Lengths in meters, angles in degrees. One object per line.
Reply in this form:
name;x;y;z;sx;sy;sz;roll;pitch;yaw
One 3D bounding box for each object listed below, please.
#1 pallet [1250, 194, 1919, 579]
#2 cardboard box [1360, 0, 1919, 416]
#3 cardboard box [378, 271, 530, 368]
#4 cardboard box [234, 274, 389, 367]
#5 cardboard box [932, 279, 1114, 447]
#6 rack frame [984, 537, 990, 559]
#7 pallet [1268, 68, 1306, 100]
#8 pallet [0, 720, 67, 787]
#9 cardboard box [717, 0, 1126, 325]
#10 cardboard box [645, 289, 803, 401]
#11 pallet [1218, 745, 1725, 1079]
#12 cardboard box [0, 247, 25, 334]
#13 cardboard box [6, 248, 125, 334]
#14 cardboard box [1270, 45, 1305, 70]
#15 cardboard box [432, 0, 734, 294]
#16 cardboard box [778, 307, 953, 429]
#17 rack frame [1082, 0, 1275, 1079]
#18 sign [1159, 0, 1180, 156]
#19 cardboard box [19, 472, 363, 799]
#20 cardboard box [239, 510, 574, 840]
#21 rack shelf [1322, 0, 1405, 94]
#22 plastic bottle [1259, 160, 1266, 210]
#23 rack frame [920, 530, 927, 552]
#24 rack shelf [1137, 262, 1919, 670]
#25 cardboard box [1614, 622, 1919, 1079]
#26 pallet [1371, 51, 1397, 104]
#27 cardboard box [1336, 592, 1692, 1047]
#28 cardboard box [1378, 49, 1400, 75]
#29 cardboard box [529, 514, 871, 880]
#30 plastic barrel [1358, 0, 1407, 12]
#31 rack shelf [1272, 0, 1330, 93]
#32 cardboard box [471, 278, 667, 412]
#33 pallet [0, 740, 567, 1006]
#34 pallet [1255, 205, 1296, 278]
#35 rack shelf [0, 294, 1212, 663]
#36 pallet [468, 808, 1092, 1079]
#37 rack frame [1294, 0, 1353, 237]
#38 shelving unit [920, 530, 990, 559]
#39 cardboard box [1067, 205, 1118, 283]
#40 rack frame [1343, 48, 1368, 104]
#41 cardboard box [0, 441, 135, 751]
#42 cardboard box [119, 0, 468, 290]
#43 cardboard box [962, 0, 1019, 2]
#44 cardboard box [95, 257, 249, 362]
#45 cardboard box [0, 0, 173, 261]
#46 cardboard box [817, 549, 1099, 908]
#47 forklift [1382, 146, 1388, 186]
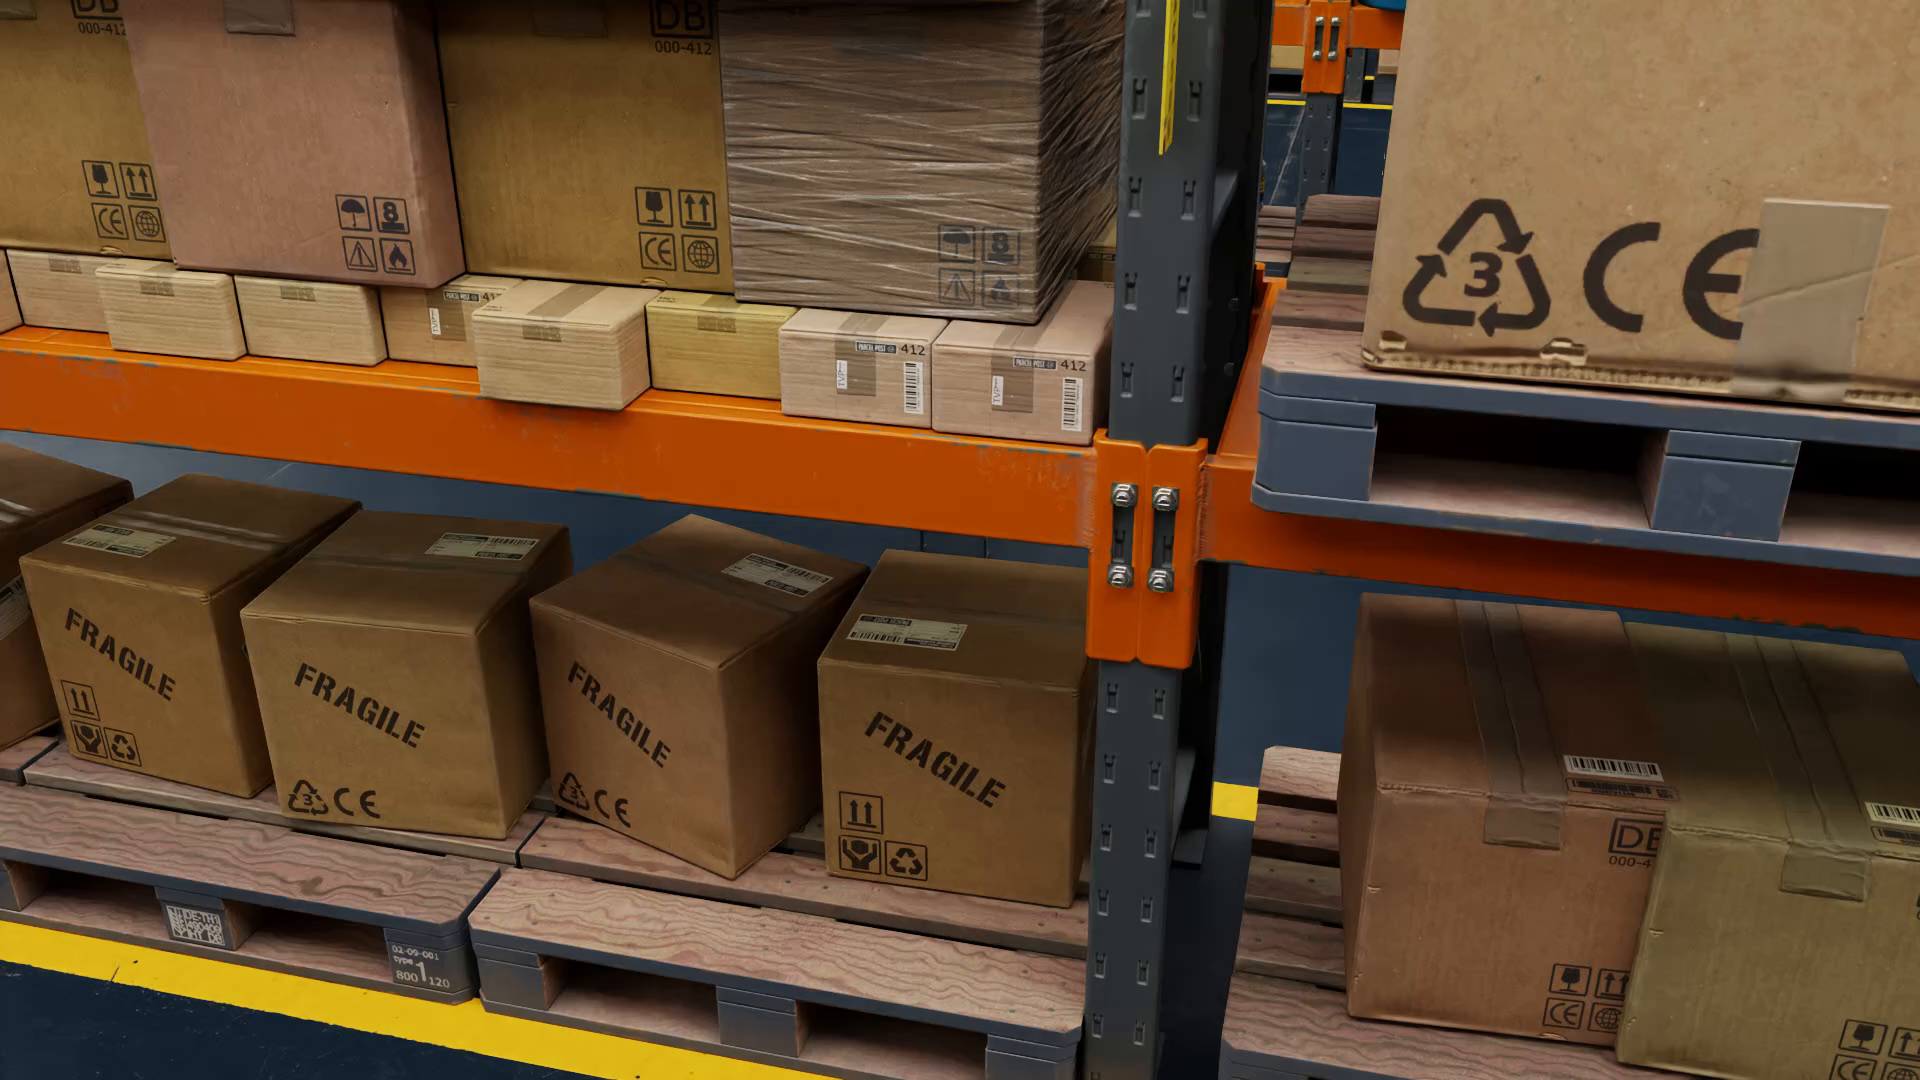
pallet;1.109;-0.281;2.574;1.213;0.211;1.003;6;26;13
cardboard box;1.140;-0.827;2.312;1.000;1.000;1.000;6;26;13
cardboard box;-0.822;-0.442;2.981;0.250;0.149;0.380;6;26;13
cardboard box;-1.075;-0.452;3.002;0.250;0.149;0.380;6;26;13
cardboard box;0.124;-0.297;2.678;0.250;0.149;0.380;6;26;13
rack frame;0.106;-0.395;5.032;0.006;0.900;0.240;6;26;13
pallet;2.116;-3.478;12.309;1.213;0.211;1.003;6;26;13
pallet;-2.617;0.430;4.101;1.213;0.211;1.003;6;26;13
cardboard box;-0.015;-0.764;2.902;0.500;0.500;0.875;6;26;13
cardboard box;-0.343;-0.380;2.851;0.250;0.149;0.380;6;26;13
pallet;1.160;0.831;3.258;1.213;0.211;1.003;6;26;13
cardboard box;-1.824;-0.494;3.091;0.250;0.149;0.380;6;26;13
cardboard box;-1.548;-0.523;3.151;0.250;0.149;0.380;6;26;13
cardboard box;2.372;-3.541;11.908;0.500;0.250;0.500;6;26;13
cardboard box;-0.491;-0.832;3.045;0.500;0.500;0.875;6;26;13
cardboard box;-0.116;-0.328;2.742;0.250;0.149;0.380;6;26;13
rack frame;0.405;-0.510;2.832;0.127;3.000;1.000;6;26;13
sign;0.277;-0.674;2.170;0.005;0.325;0.100;6;26;13
cardboard box;-1.679;0.199;3.762;0.500;0.500;0.500;9;27;18
cardboard box;-1.150;0.277;3.597;0.500;0.500;0.500;4;26;8
rack shelf;3.576;-2.033;6.868;4.000;0.370;1.077;6;26;13
plastic bottle;1.439;-1.756;8.110;0.097;0.271;0.097;0;25;0
rack frame;-0.091;-0.416;5.078;0.006;0.900;0.240;6;26;13
rack shelf;2.342;0.029;2.537;4.000;0.370;1.077;6;26;13
cardboard box;1.452;0.553;2.994;0.500;0.500;0.700;6;26;13
pallet;3.599;-3.312;11.962;1.213;0.211;1.003;6;26;13
cardboard box;0.994;0.494;3.118;0.500;0.500;0.700;4;26;9
cardboard box;3.205;-3.436;11.687;0.500;0.250;0.500;6;26;12
cardboard box;-0.529;0.311;3.526;0.500;0.500;0.500;15;30;29
plastic barrel;1.937;-2.631;6.704;0.708;0.901;0.600;6;26;13
rack shelf;-0.298;-2.462;7.768;4.000;0.370;1.077;6;26;13
cardboard box;-0.613;-0.360;2.810;0.250;0.149;0.380;6;26;13
pallet;-1.439;0.562;3.824;1.213;0.211;1.003;6;26;13
pallet;0.999;-1.402;7.950;1.213;0.211;1.003;6;26;13
rack shelf;-1.532;-0.400;3.437;4.000;0.370;1.077;6;26;13
pallet;-0.254;0.692;3.552;1.213;0.211;1.003;6;26;13
rack frame;1.639;-2.572;7.163;0.127;3.000;1.000;6;26;13
shelving unit;0.008;-0.405;5.055;0.210;0.900;0.258;6;26;13
cardboard box;0.272;-0.545;3.198;0.250;0.149;0.380;6;26;13
rack frame;2.876;-4.634;11.494;0.127;3.000;1.000;6;26;13
cardboard box;-2.281;0.124;3.919;0.500;0.500;0.500;14;29;26
cardboard box;-1.000;-0.843;3.070;0.500;0.500;0.875;6;26;13
cardboard box;-0.099;-1.075;2.392;0.500;0.500;0.500;6;26;13
cardboard box;-1.325;-0.464;3.028;0.250;0.149;0.380;6;26;13
cardboard box;-1.474;-0.914;3.218;0.500;0.500;0.875;6;26;13
cardboard box;0.028;0.369;3.404;0.500;0.500;0.500;6;26;11
forklift;3.005;-1.749;5.515;3.031;2.935;1.130;-9;27;-18
